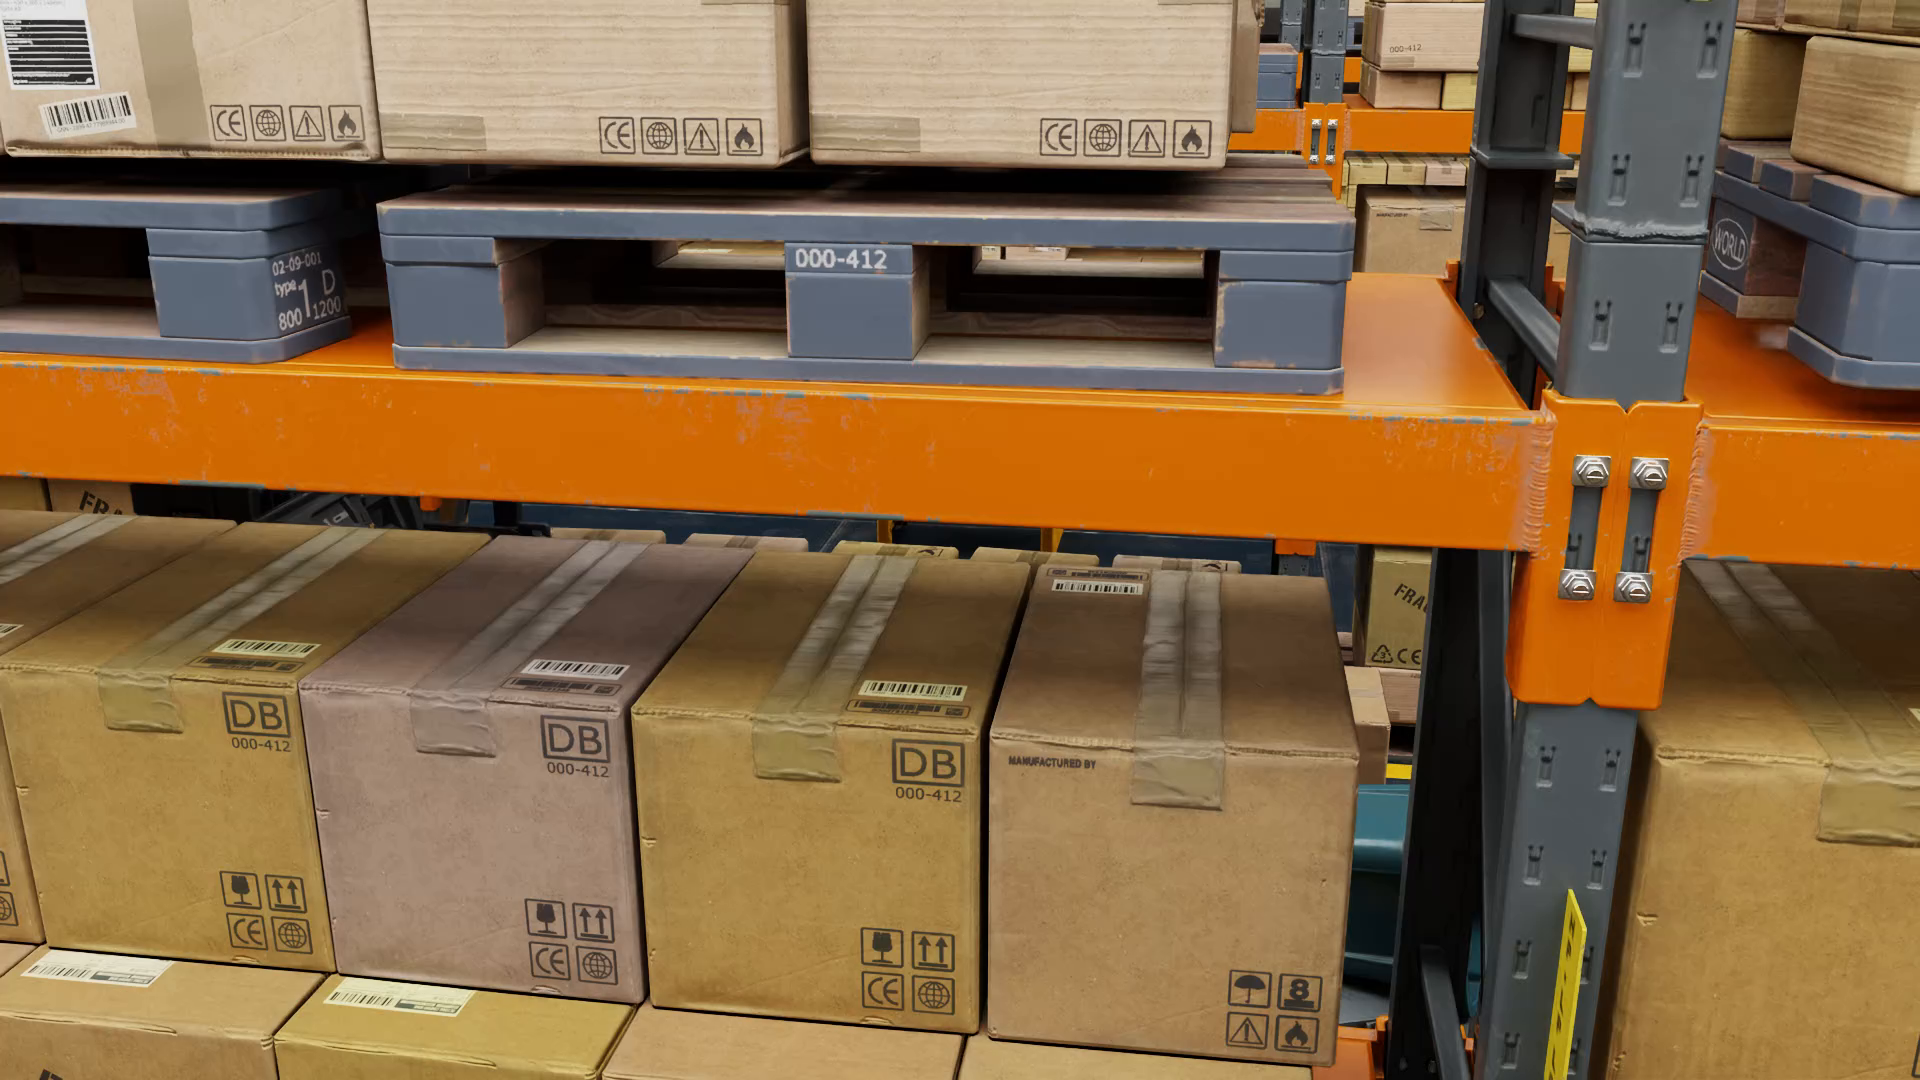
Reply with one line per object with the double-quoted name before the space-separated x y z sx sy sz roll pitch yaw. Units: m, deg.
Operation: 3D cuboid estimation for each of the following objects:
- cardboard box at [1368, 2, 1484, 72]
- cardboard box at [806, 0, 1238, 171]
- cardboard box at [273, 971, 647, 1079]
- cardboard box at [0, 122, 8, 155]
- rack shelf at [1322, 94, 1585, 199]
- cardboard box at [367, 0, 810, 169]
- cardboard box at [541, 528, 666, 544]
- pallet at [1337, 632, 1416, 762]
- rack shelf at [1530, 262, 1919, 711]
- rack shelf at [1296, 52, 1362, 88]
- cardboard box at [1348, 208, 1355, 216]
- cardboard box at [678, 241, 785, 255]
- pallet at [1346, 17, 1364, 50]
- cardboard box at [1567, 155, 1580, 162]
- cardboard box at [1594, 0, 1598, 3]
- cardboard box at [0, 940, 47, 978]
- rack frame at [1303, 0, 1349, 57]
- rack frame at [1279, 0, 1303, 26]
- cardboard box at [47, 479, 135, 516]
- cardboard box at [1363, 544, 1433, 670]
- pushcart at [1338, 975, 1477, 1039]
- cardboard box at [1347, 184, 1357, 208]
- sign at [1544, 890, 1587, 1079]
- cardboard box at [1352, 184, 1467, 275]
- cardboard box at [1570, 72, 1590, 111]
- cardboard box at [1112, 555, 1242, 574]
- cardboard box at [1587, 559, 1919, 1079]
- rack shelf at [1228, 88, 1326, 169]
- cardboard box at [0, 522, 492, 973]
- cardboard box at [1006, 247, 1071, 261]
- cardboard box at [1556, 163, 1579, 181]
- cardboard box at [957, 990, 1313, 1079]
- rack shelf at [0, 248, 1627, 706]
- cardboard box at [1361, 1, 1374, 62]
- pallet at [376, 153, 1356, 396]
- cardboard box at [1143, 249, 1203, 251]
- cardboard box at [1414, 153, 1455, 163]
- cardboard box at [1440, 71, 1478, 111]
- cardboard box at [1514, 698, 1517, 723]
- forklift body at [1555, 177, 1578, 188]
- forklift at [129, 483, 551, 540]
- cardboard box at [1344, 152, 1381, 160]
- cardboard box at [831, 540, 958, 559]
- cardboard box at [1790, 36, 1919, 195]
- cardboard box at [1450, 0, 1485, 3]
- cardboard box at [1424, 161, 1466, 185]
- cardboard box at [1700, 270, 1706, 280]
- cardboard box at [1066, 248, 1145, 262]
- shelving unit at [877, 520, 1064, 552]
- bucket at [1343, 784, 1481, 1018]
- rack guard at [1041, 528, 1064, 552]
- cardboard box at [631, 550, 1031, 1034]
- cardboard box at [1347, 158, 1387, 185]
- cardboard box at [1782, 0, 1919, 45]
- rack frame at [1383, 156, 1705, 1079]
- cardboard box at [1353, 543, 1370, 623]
"cardboard box" 1.904 -1.997 6.586 0.500 0.250 0.500 3 19 7
"cardboard box" 0.105 -0.640 2.179 0.500 0.250 0.500 3 19 9
"cardboard box" -0.728 0.902 2.722 0.500 0.500 0.500 3 19 9
"cardboard box" -1.440 -0.729 2.347 0.500 0.311 0.500 3 19 8
"rack shelf" 3.488 -1.594 6.745 4.000 0.370 1.077 3 19 9
"cardboard box" -0.426 -0.648 2.202 0.500 0.250 0.500 3 19 8
"cardboard box" -1.880 0.264 8.265 0.625 0.372 0.950 2 19 5
"pallet" 2.182 0.732 7.782 1.213 0.211 1.003 3 19 9
"rack shelf" 2.803 -0.038 2.095 4.000 0.370 1.077 3 19 9
"rack shelf" 4.272 -3.149 11.393 4.000 0.370 1.077 3 19 9
"cardboard box" 2.694 -2.111 11.728 0.500 0.500 0.500 2 19 7
"cardboard box" -0.987 -1.058 7.450 0.500 0.500 0.500 3 19 10
"pallet" 3.143 -3.514 11.490 1.213 0.211 1.003 3 19 9
"cardboard box" 4.426 -2.633 11.798 0.250 0.149 0.380 3 19 9
"cardboard box" 2.548 -2.135 6.367 0.250 0.149 0.380 3 19 8
"cardboard box" -1.721 0.852 2.873 0.500 0.500 0.500 3 19 9
"rack frame" 1.513 -3.458 6.455 0.127 3.000 1.000 3 19 9
"rack frame" 2.297 -5.013 11.104 0.127 3.000 1.000 3 19 9
"cardboard box" -3.985 -0.113 8.599 0.875 0.875 0.875 3 19 9
"cardboard box" 2.053 0.251 7.317 0.500 0.500 0.500 4 19 11
"pushcart" 1.201 1.347 5.681 0.936 0.377 1.648 -3 19 -10
"cardboard box" 2.826 -2.412 11.605 0.250 0.149 0.380 3 19 10
"sign" 0.751 0.602 2.077 0.005 0.325 0.100 3 19 9
"cardboard box" 1.913 -1.185 6.916 0.500 0.500 0.700 3 19 8
"cardboard box" 2.535 -1.790 6.594 0.250 0.149 0.380 3 19 10
"cardboard box" 0.995 0.409 7.834 0.625 0.372 0.950 3 19 9
"cardboard box" 1.187 0.389 2.475 0.550 0.550 0.875 3 19 9
"rack shelf" -0.461 -1.795 7.346 4.000 0.370 1.077 3 19 9
"cardboard box" -1.169 0.322 2.881 0.500 0.500 0.700 3 19 8
"cardboard box" 0.339 -1.291 7.124 0.250 0.149 0.380 2 19 7
"cardboard box" 4.098 -2.508 11.423 0.250 0.149 0.380 3 19 9
"cardboard box" 0.270 0.953 2.570 0.500 0.500 0.500 3 19 8
"rack shelf" -1.147 -0.239 2.696 4.000 0.370 1.077 3 19 9
"cardboard box" 1.994 -2.167 7.094 0.500 0.250 0.500 3 19 8
"pallet" -0.085 -0.419 2.404 1.217 0.209 0.805 2 19 6
"cardboard box" 1.096 -1.114 7.617 0.500 0.500 0.500 3 19 10
"cardboard box" 3.422 -2.715 12.042 0.250 0.149 0.380 3 19 8
"cardboard box" 2.031 -1.792 6.601 0.250 0.149 0.380 3 19 9
"cardboard box" 2.582 0.630 7.366 0.500 0.250 0.500 4 19 12
"forklift body" 4.085 -1.088 10.166 1.214 2.155 2.313 3 19 9
"forklift" -1.935 -0.023 5.753 3.031 2.935 1.130 3 19 9
"cardboard box" 2.901 -2.717 12.048 0.250 0.149 0.380 2 19 7
"cardboard box" -0.402 0.339 8.042 0.625 0.372 0.950 4 19 10
"cardboard box" 1.133 -0.482 1.866 0.250 0.149 0.380 3 19 8
"cardboard box" 2.034 -2.172 6.480 0.250 0.149 0.380 3 19 10
"cardboard box" 3.328 -2.515 11.444 0.250 0.149 0.380 3 19 10
"cardboard box" 2.906 -1.119 6.718 0.500 0.500 0.700 3 19 7
"cardboard box" 0.531 -0.976 7.206 0.500 0.500 0.500 3 19 9
"shelving unit" 0.075 -0.707 10.054 1.083 1.500 0.587 3 19 9
"bucket" 1.328 1.059 5.174 0.620 0.611 0.726 -1 16 31
"rack guard" 0.567 -0.090 10.177 0.087 0.250 0.587 3 19 9
"cardboard box" -0.171 0.373 2.728 0.500 0.500 0.700 3 19 8
"cardboard box" 2.840 -2.576 11.626 0.250 0.149 0.380 3 19 9
"cardboard box" 1.266 -0.684 1.840 0.500 0.250 0.500 3 19 9
"rack frame" 0.828 0.943 2.757 0.127 3.000 1.000 3 19 9
"cardboard box" 2.140 0.082 7.820 0.500 0.500 0.500 3 19 8
